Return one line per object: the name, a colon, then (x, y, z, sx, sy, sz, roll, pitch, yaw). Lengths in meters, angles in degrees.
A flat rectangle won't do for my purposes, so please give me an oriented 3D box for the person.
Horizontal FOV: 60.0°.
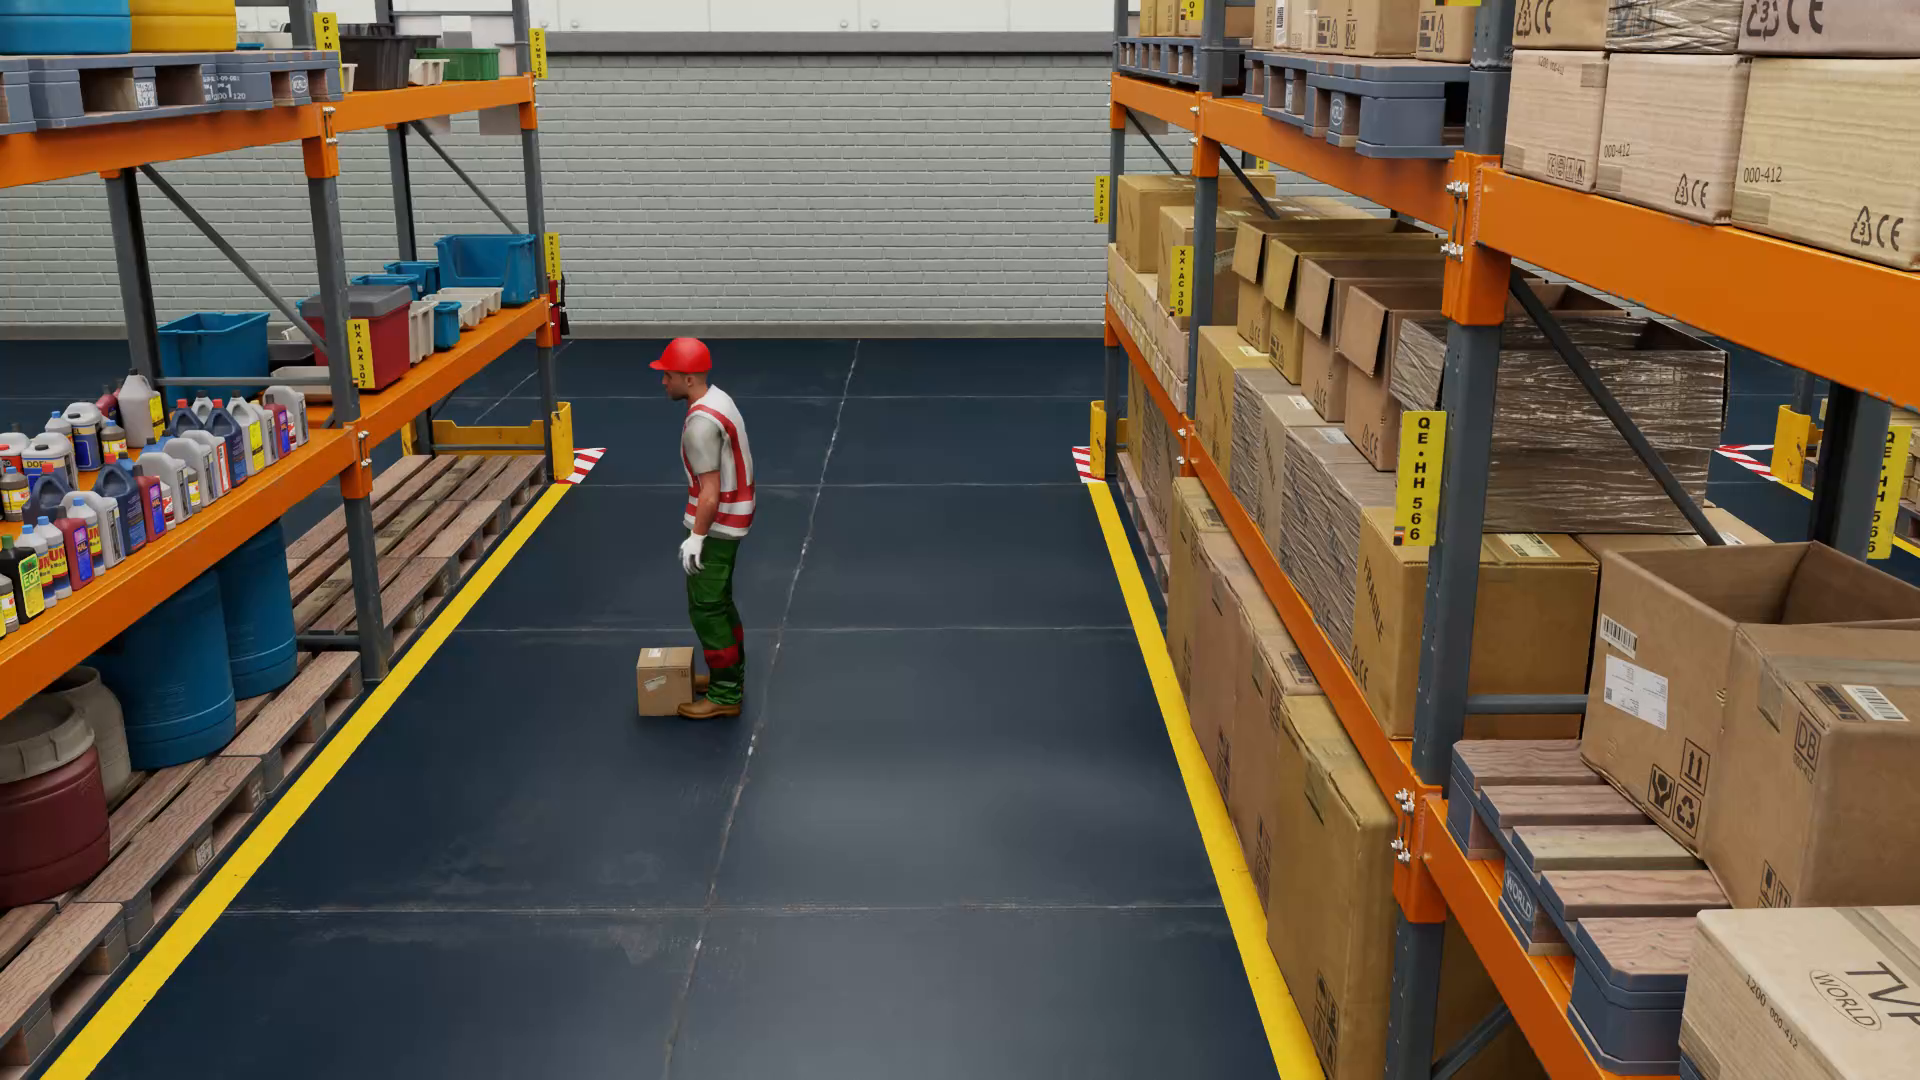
person: (-1.170, -0.058, 7.708, 0.448, 1.780, 0.608, 0, 17, -1)
